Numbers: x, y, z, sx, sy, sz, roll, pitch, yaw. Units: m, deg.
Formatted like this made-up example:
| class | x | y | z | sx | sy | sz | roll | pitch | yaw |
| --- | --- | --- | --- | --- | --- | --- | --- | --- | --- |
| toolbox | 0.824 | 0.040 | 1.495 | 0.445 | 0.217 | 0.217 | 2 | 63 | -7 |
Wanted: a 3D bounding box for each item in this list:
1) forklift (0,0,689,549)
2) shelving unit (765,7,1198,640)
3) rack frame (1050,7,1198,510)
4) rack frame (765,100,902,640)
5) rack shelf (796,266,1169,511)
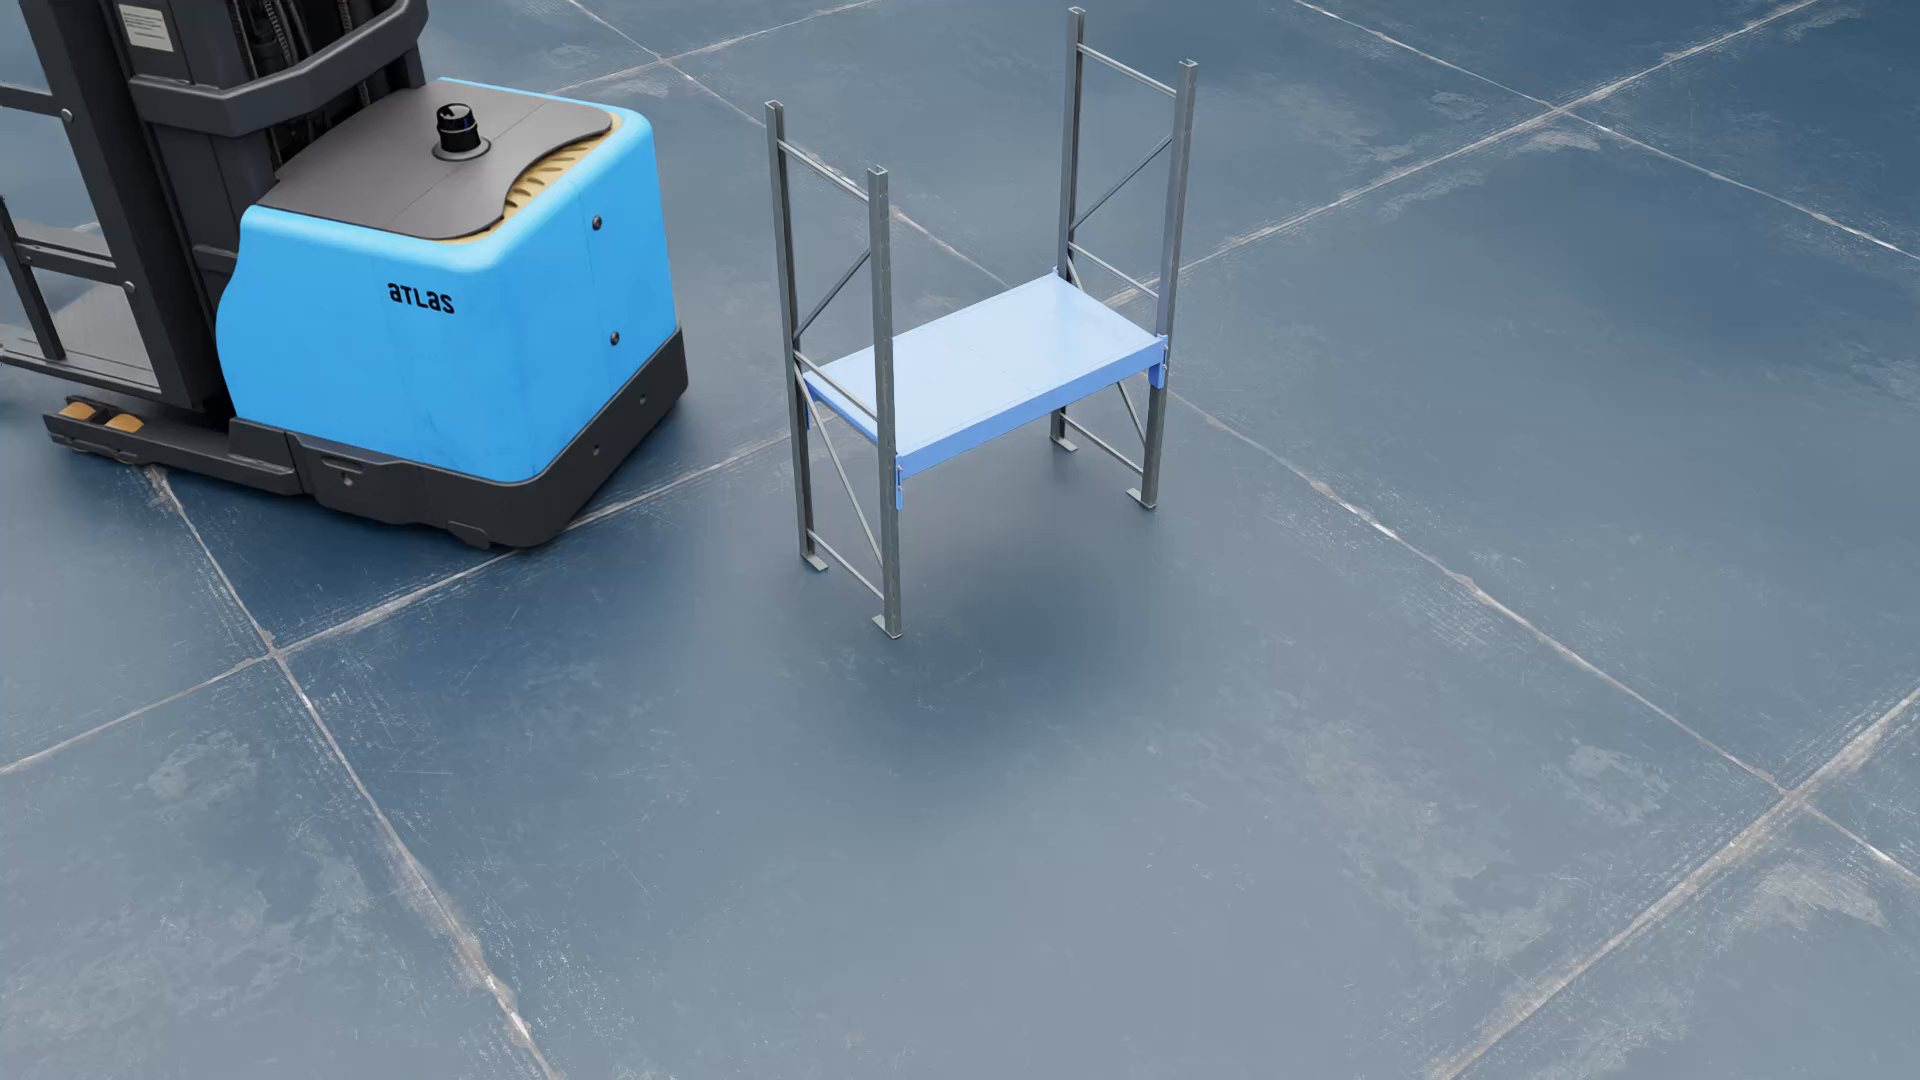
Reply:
| class | x | y | z | sx | sy | sz | roll | pitch | yaw |
| --- | --- | --- | --- | --- | --- | --- | --- | --- | --- |
| forklift | -2.518 | -1.684 | 4.992 | 3.031 | 2.935 | 1.130 | 13 | 41 | 16 |
| shelving unit | 0.068 | -0.613 | 4.815 | 1.048 | 1.500 | 0.538 | -26 | 46 | -28 |
| rack frame | 0.471 | -0.809 | 5.054 | 0.032 | 1.500 | 0.500 | -26 | 46 | -28 |
| rack frame | -0.335 | -0.416 | 4.575 | 0.032 | 1.500 | 0.500 | -26 | 46 | -28 |
| rack shelf | 0.068 | -0.474 | 4.929 | 1.000 | 0.185 | 0.538 | -26 | 46 | -28 |
